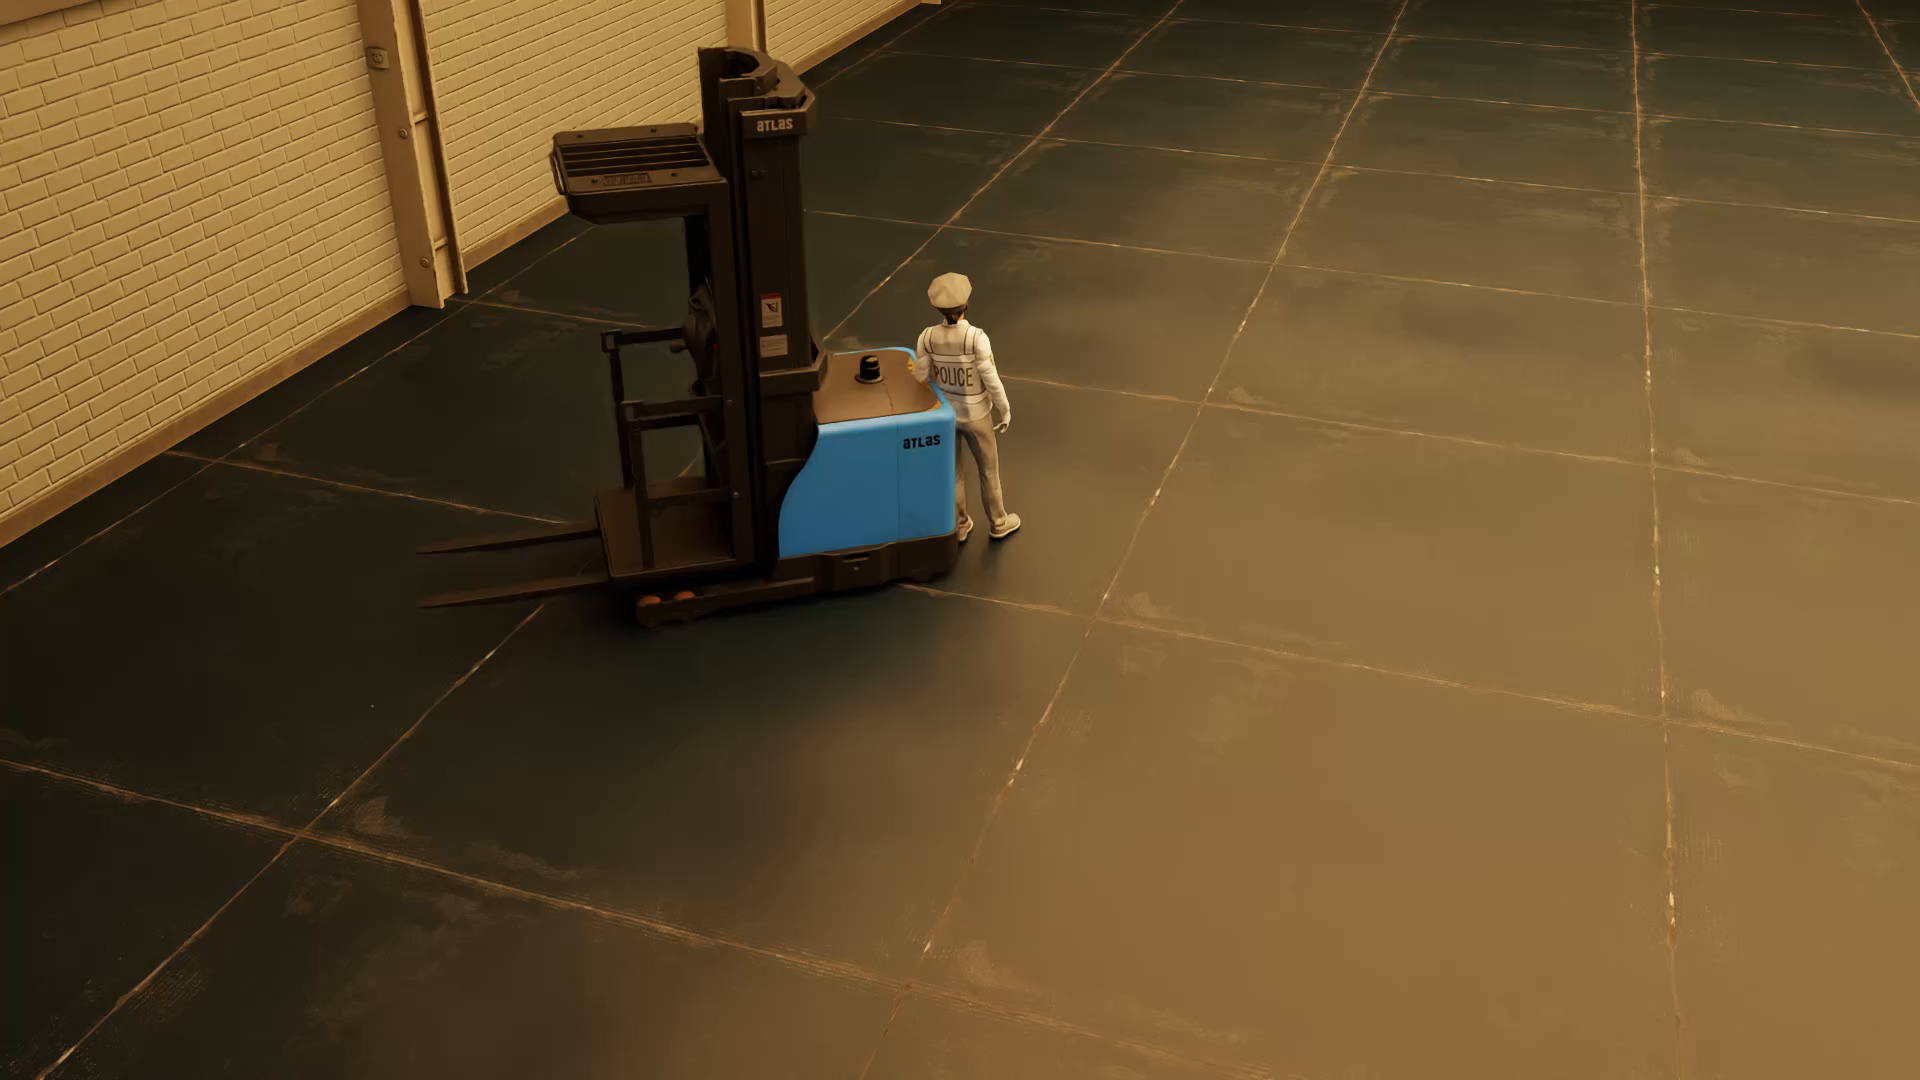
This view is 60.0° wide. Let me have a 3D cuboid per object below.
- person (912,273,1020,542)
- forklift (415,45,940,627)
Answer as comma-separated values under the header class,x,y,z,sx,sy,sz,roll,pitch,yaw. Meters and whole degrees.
class,x,y,z,sx,sy,sz,roll,pitch,yaw
person,0.029,-0.774,9.728,0.586,1.694,0.530,10,31,16
forklift,-1.586,-1.085,9.040,3.031,2.935,1.121,-8,31,-14
